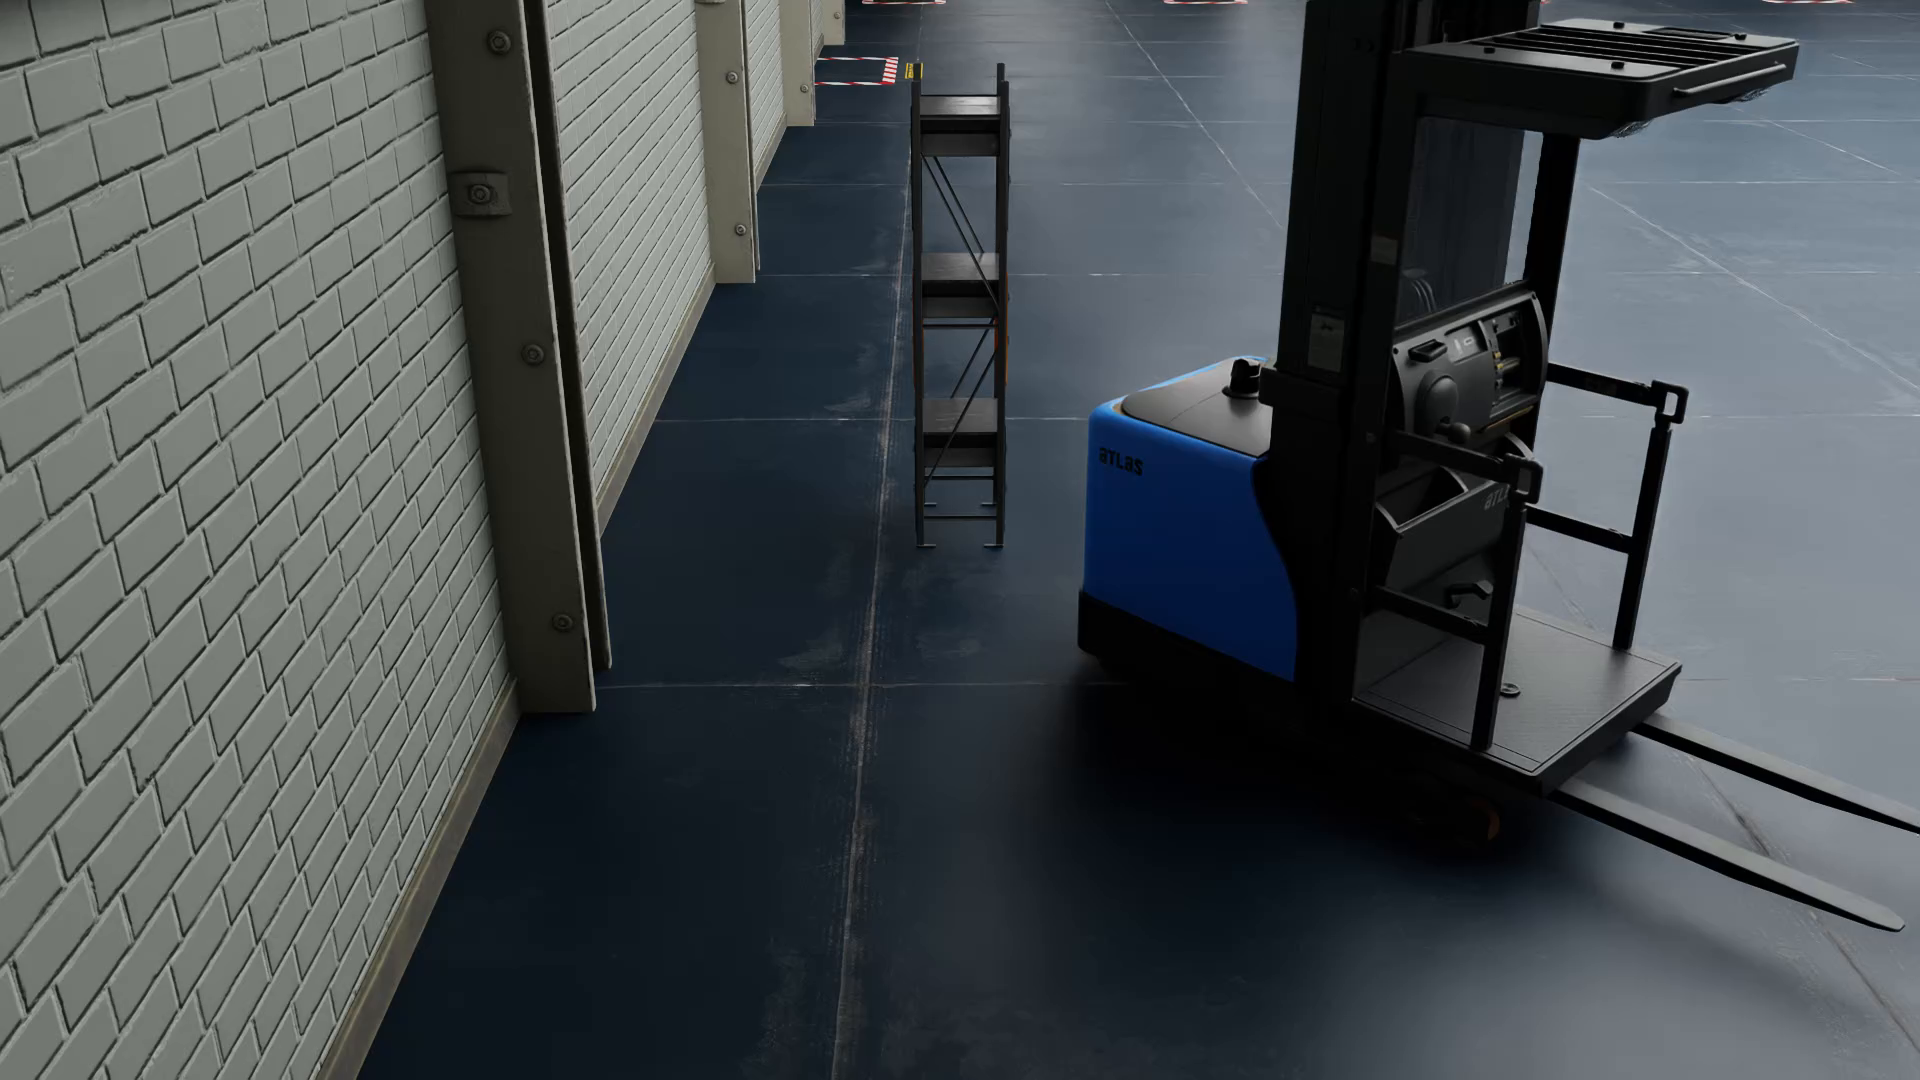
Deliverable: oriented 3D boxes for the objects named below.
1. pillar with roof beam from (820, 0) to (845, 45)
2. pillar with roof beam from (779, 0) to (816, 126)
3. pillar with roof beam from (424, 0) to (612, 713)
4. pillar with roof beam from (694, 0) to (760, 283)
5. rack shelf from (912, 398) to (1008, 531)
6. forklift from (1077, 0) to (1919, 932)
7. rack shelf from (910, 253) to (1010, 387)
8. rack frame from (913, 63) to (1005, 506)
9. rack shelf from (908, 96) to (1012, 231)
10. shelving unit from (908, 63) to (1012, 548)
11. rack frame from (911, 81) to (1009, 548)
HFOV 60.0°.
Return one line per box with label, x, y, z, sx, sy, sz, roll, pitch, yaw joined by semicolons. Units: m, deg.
pillar with roof beam;2.562;-10.965;21.075;9.100;9.000;0.400;0;24;-1
pillar with roof beam;2.627;-8.493;15.608;9.100;9.000;0.400;0;24;-1
pillar with roof beam;2.758;-3.548;4.675;9.100;9.000;0.400;0;24;-1
pillar with roof beam;2.693;-6.021;10.142;9.100;9.000;0.400;0;24;-1
rack shelf;-0.002;-0.375;7.762;0.431;0.518;0.480;0;24;-1
forklift;1.859;-0.559;5.429;1.130;2.935;3.031;-22;32;-39
rack shelf;-0.002;-1.012;7.474;0.431;0.518;0.480;0;24;-1
rack frame;-0.004;-1.125;7.690;0.400;2.100;0.015;0;24;-1
rack shelf;-0.002;-1.650;7.185;0.431;0.518;0.480;0;24;-1
shelving unit;-0.002;-1.025;7.468;0.431;2.100;0.503;0;24;-1
rack frame;0.001;-0.924;7.246;0.400;2.100;0.015;0;24;-1
